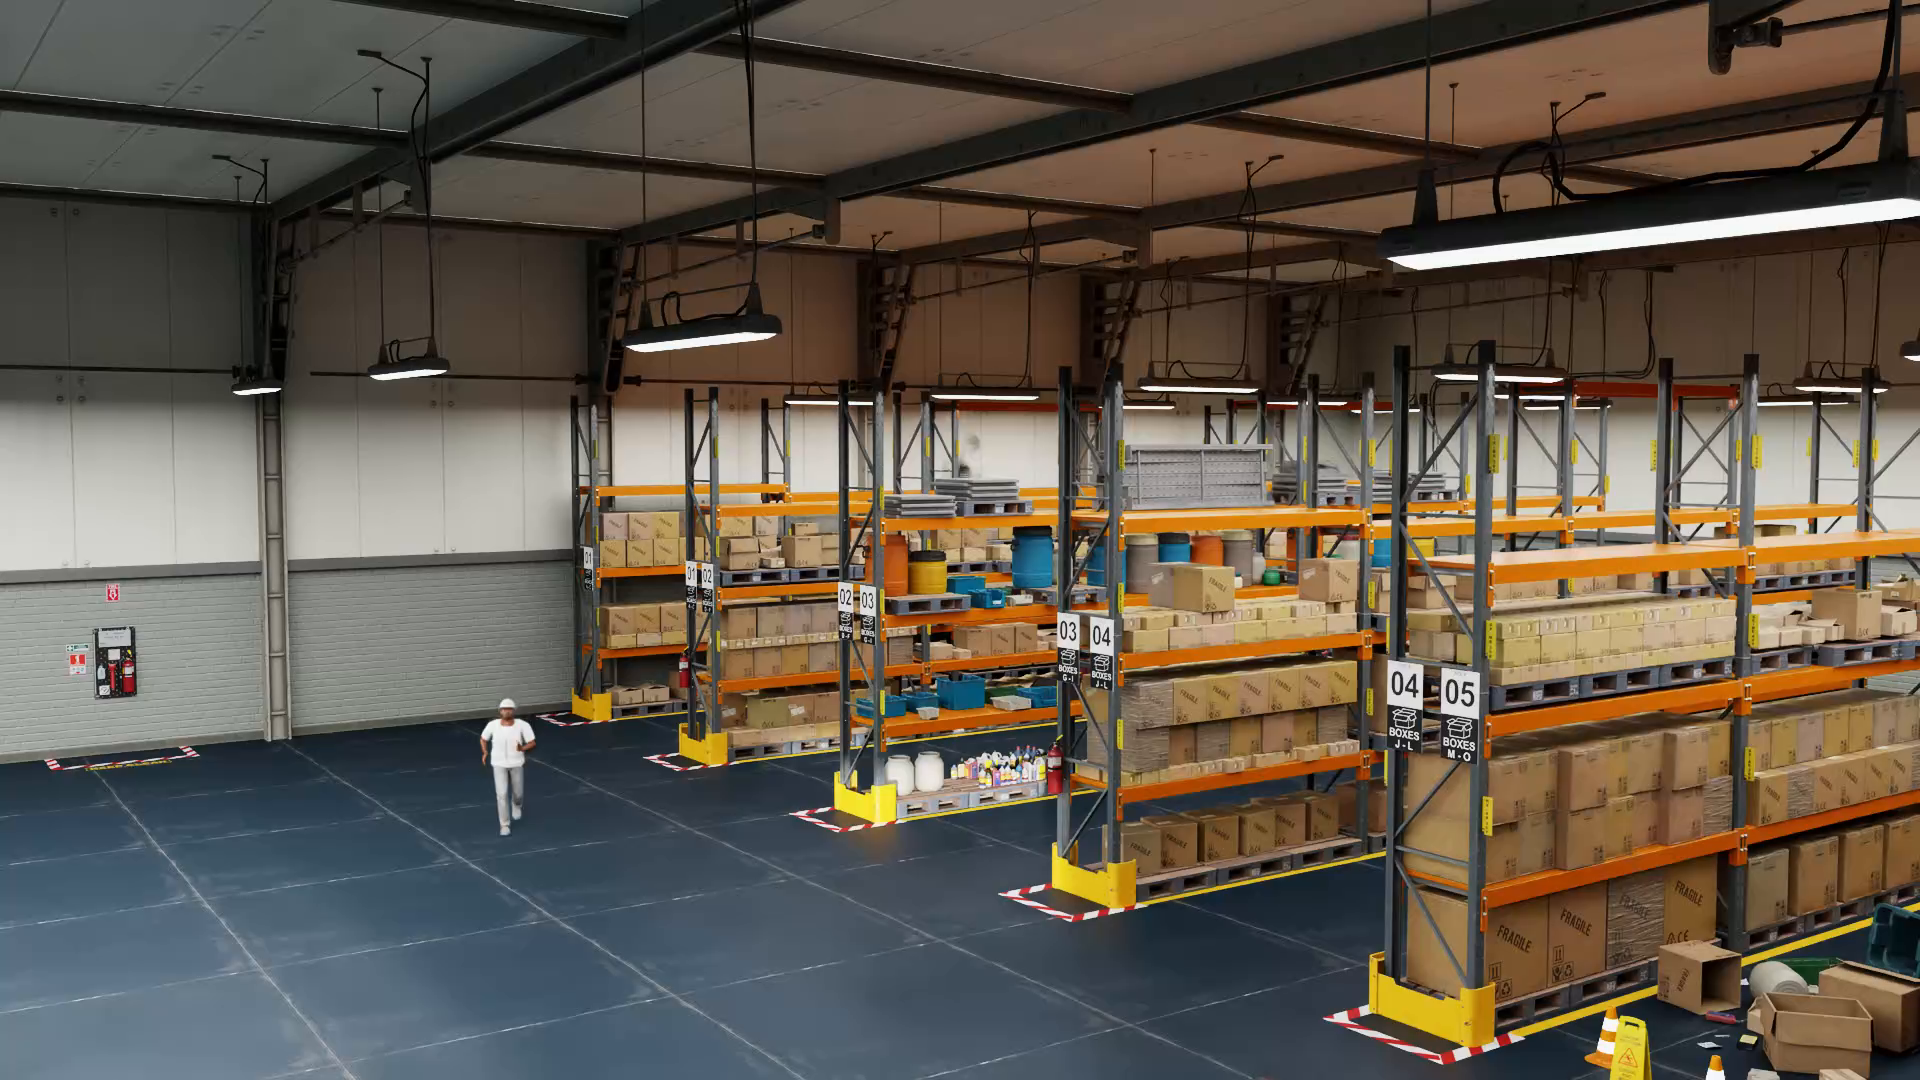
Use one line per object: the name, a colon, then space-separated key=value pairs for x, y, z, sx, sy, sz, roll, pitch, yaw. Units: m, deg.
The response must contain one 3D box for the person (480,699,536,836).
person: x=-5.960 y=2.964 z=21.929 sx=0.713 sy=1.747 sz=0.933 roll=-1 pitch=4 yaw=-14
